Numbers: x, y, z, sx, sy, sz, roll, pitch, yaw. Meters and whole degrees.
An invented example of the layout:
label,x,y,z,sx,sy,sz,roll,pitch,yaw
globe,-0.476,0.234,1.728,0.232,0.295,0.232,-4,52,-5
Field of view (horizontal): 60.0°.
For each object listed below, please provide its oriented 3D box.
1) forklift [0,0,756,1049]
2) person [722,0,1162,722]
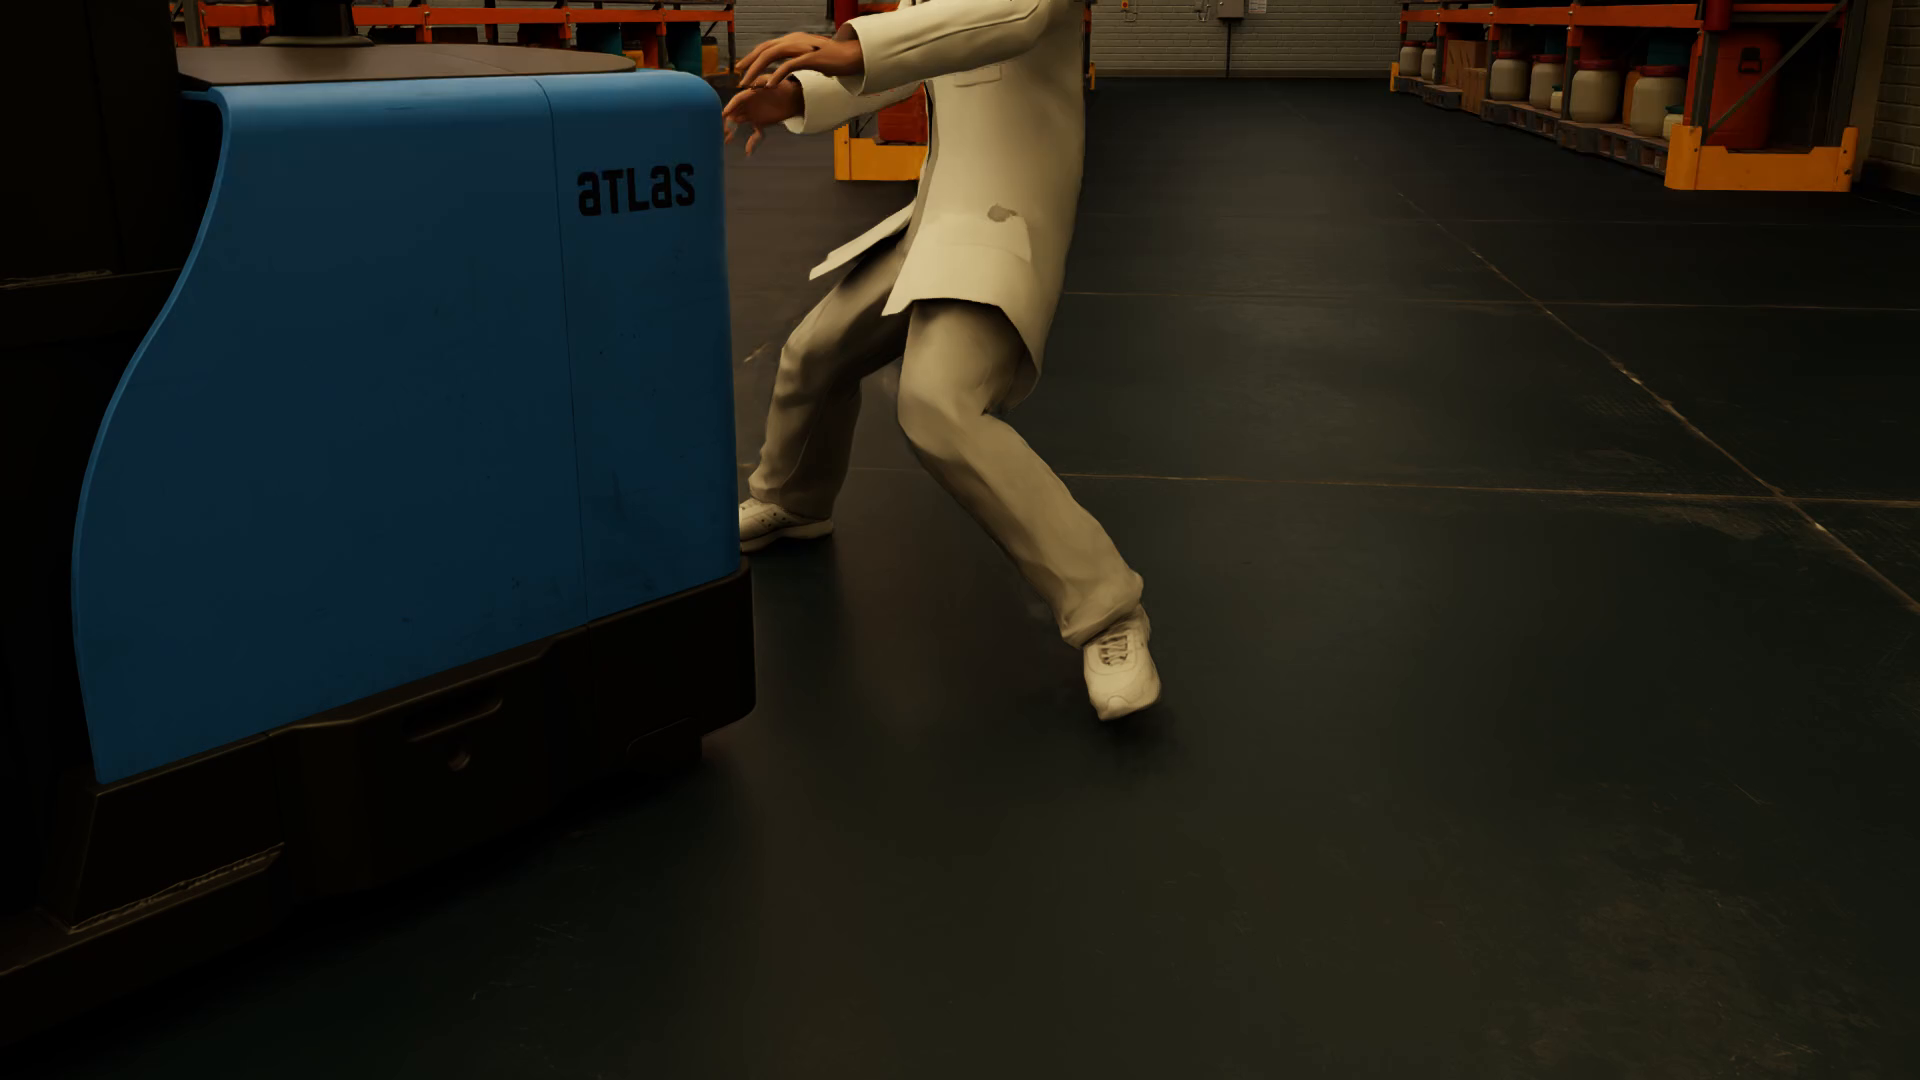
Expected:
label,x,y,z,sx,sy,sz,roll,pitch,yaw
forklift,-1.662,-0.813,1.529,1.130,2.935,3.031,14,22,37
person,-0.118,-0.574,3.072,0.756,1.547,1.353,-4,18,-13
